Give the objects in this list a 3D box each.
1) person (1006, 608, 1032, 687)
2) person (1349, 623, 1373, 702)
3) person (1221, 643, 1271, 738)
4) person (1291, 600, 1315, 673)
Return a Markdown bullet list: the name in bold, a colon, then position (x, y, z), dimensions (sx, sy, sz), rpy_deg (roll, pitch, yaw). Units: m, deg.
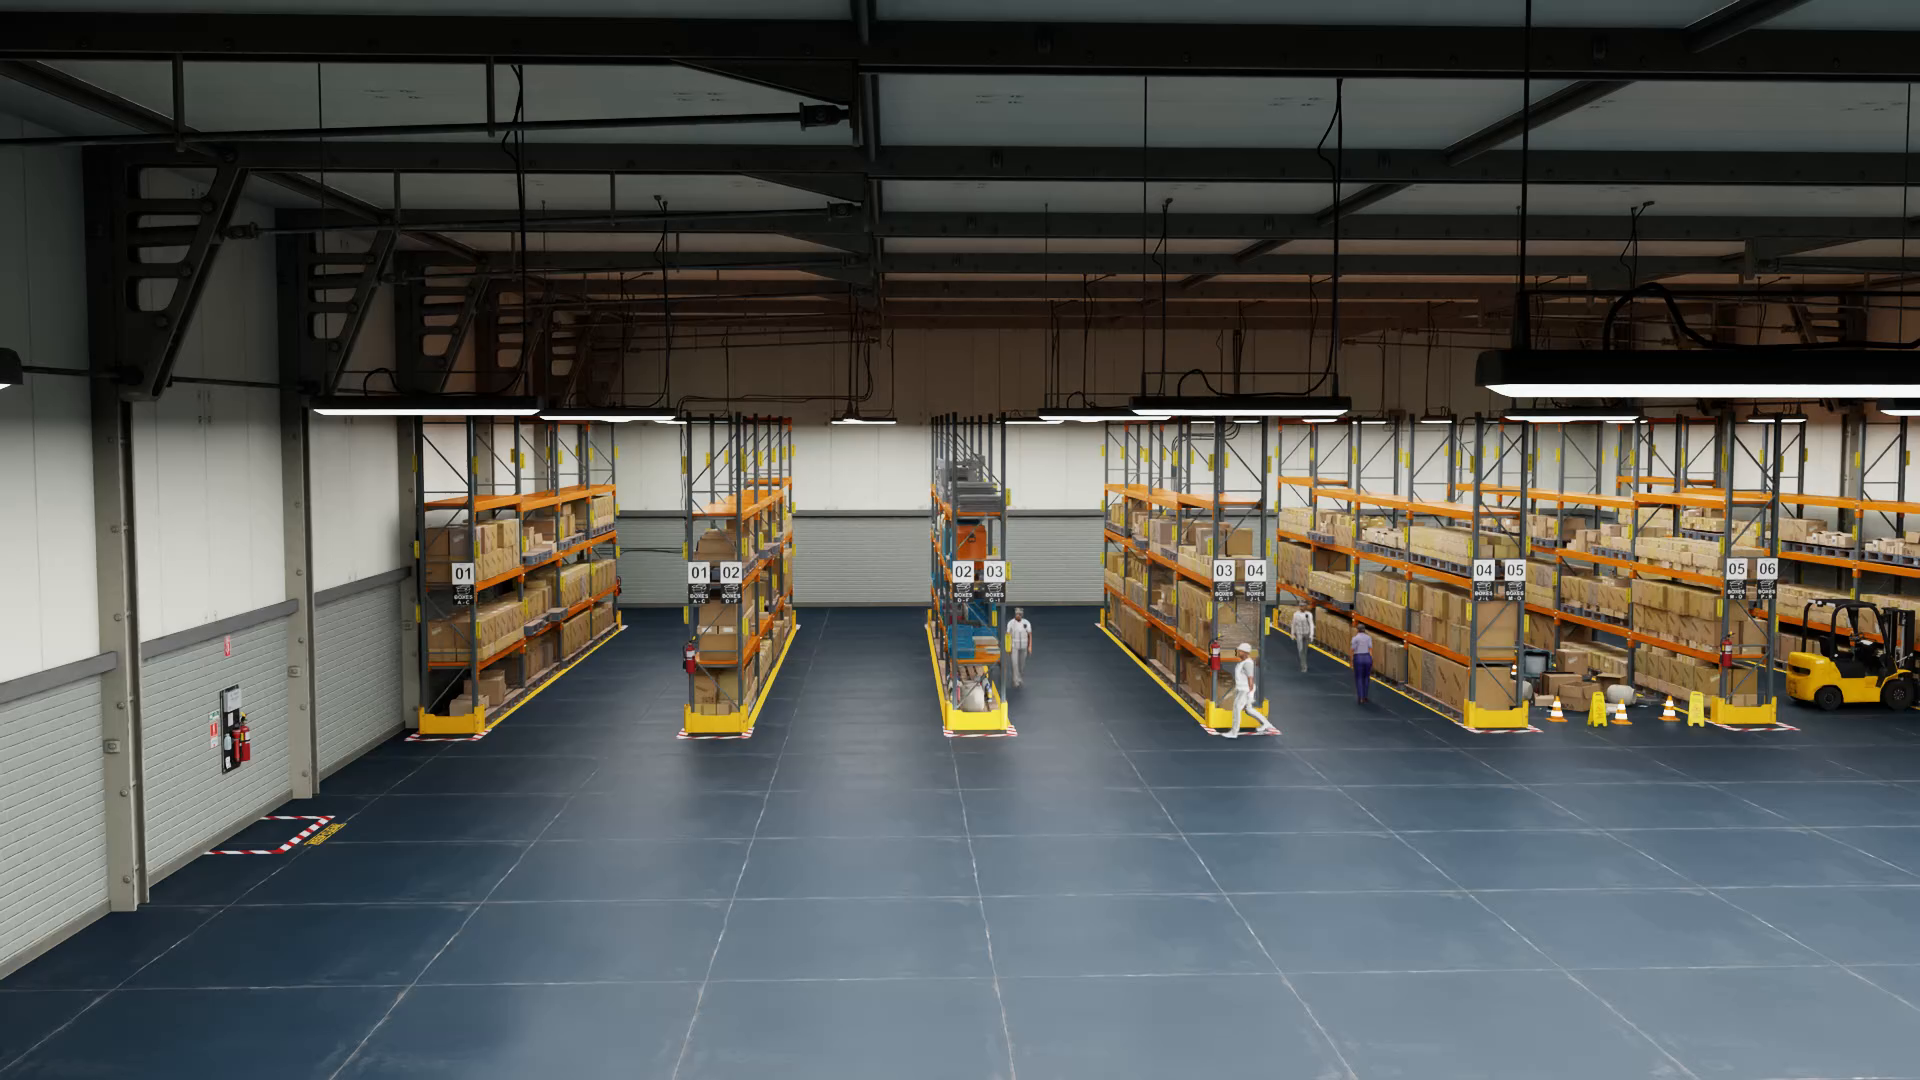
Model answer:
- **person**: position (1.323, 2.351, 36.615), dimensions (0.558, 1.726, 0.982), rpy_deg (-1, 4, -10)
- **person**: position (8.350, 2.586, 34.565), dimensions (0.515, 1.647, 0.680), rpy_deg (-1, 4, -8)
- **person**: position (5.280, 2.763, 30.597), dimensions (1.024, 1.749, 0.561), rpy_deg (-1, 4, -12)
- **person**: position (8.057, 2.256, 39.068), dimensions (0.516, 1.705, 0.728), rpy_deg (0, 4, 7)
